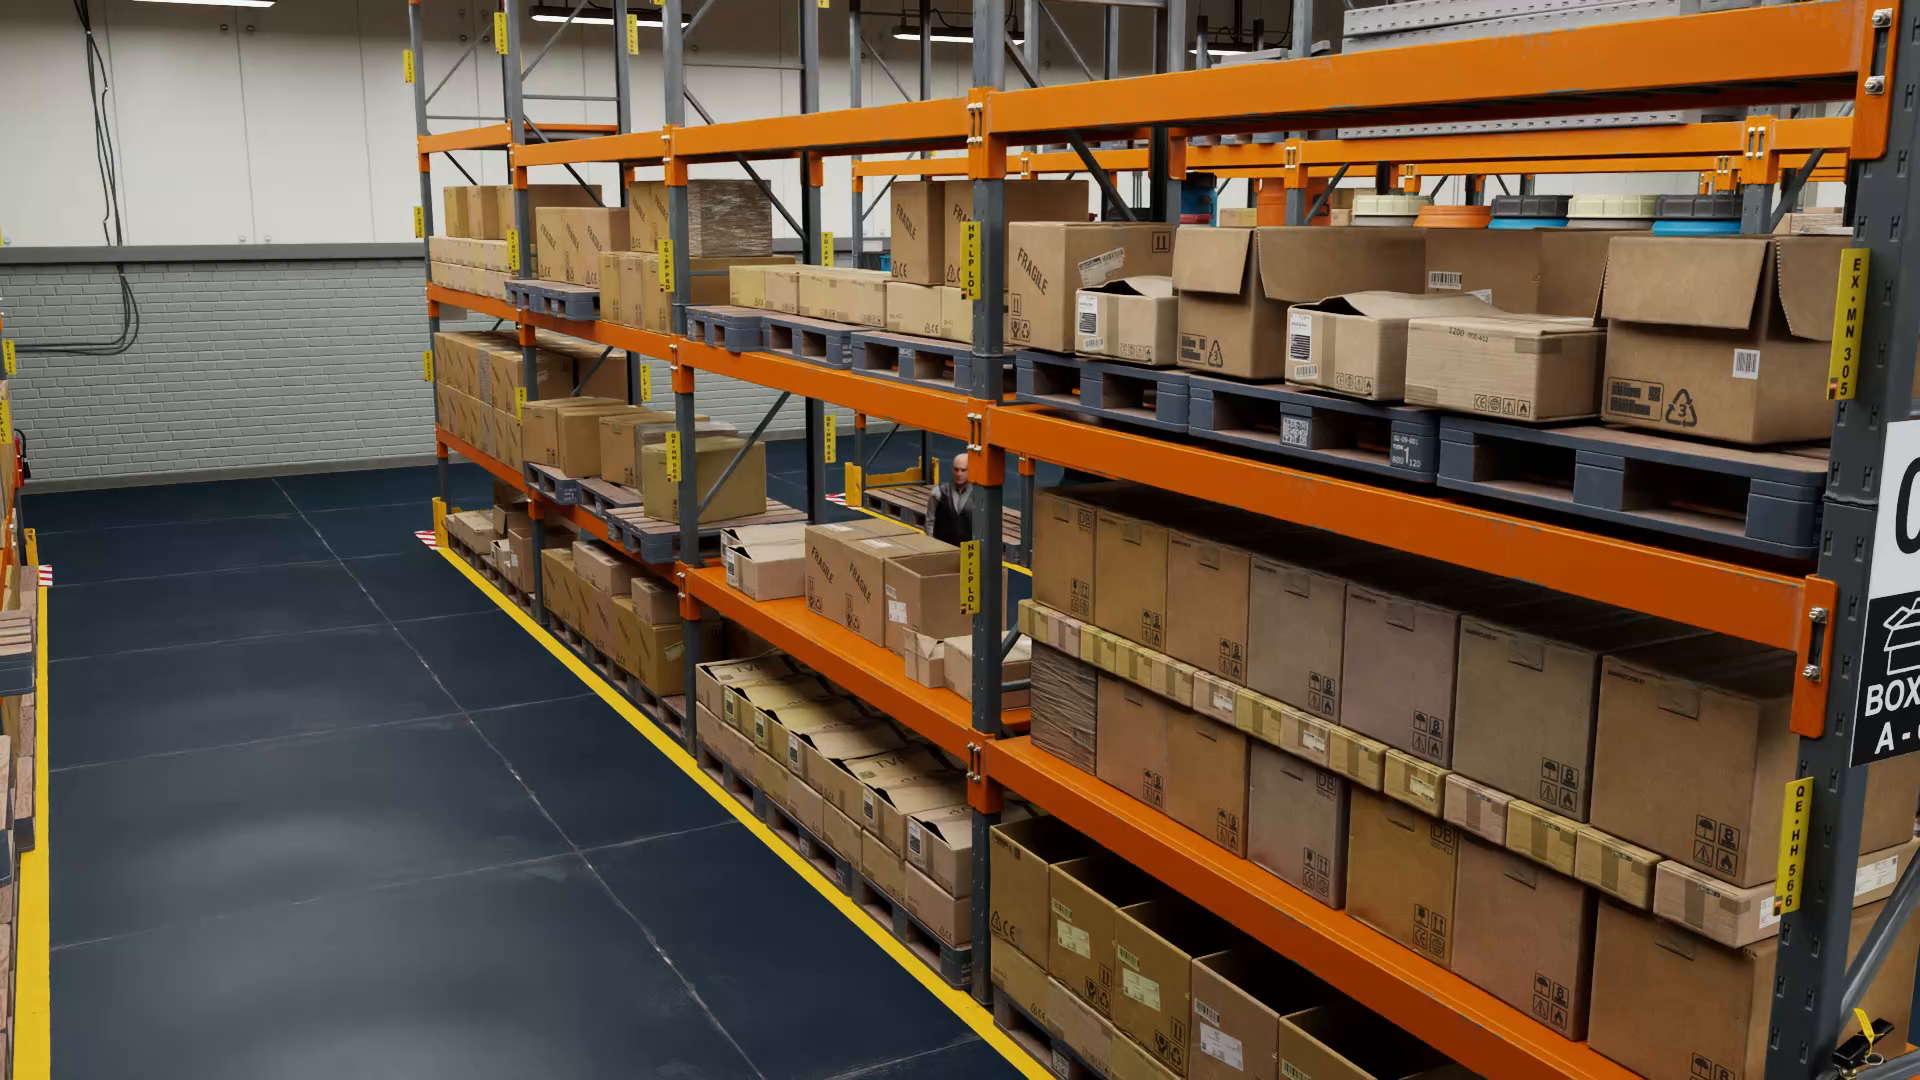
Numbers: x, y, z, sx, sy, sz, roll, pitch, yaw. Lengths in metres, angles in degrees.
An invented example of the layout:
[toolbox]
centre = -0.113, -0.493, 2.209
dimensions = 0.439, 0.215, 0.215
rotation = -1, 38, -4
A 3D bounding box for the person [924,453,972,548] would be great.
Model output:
[person]
centre = -0.010, 0.162, 13.214
dimensions = 0.555, 1.707, 0.753
rotation = 1, 12, 7
